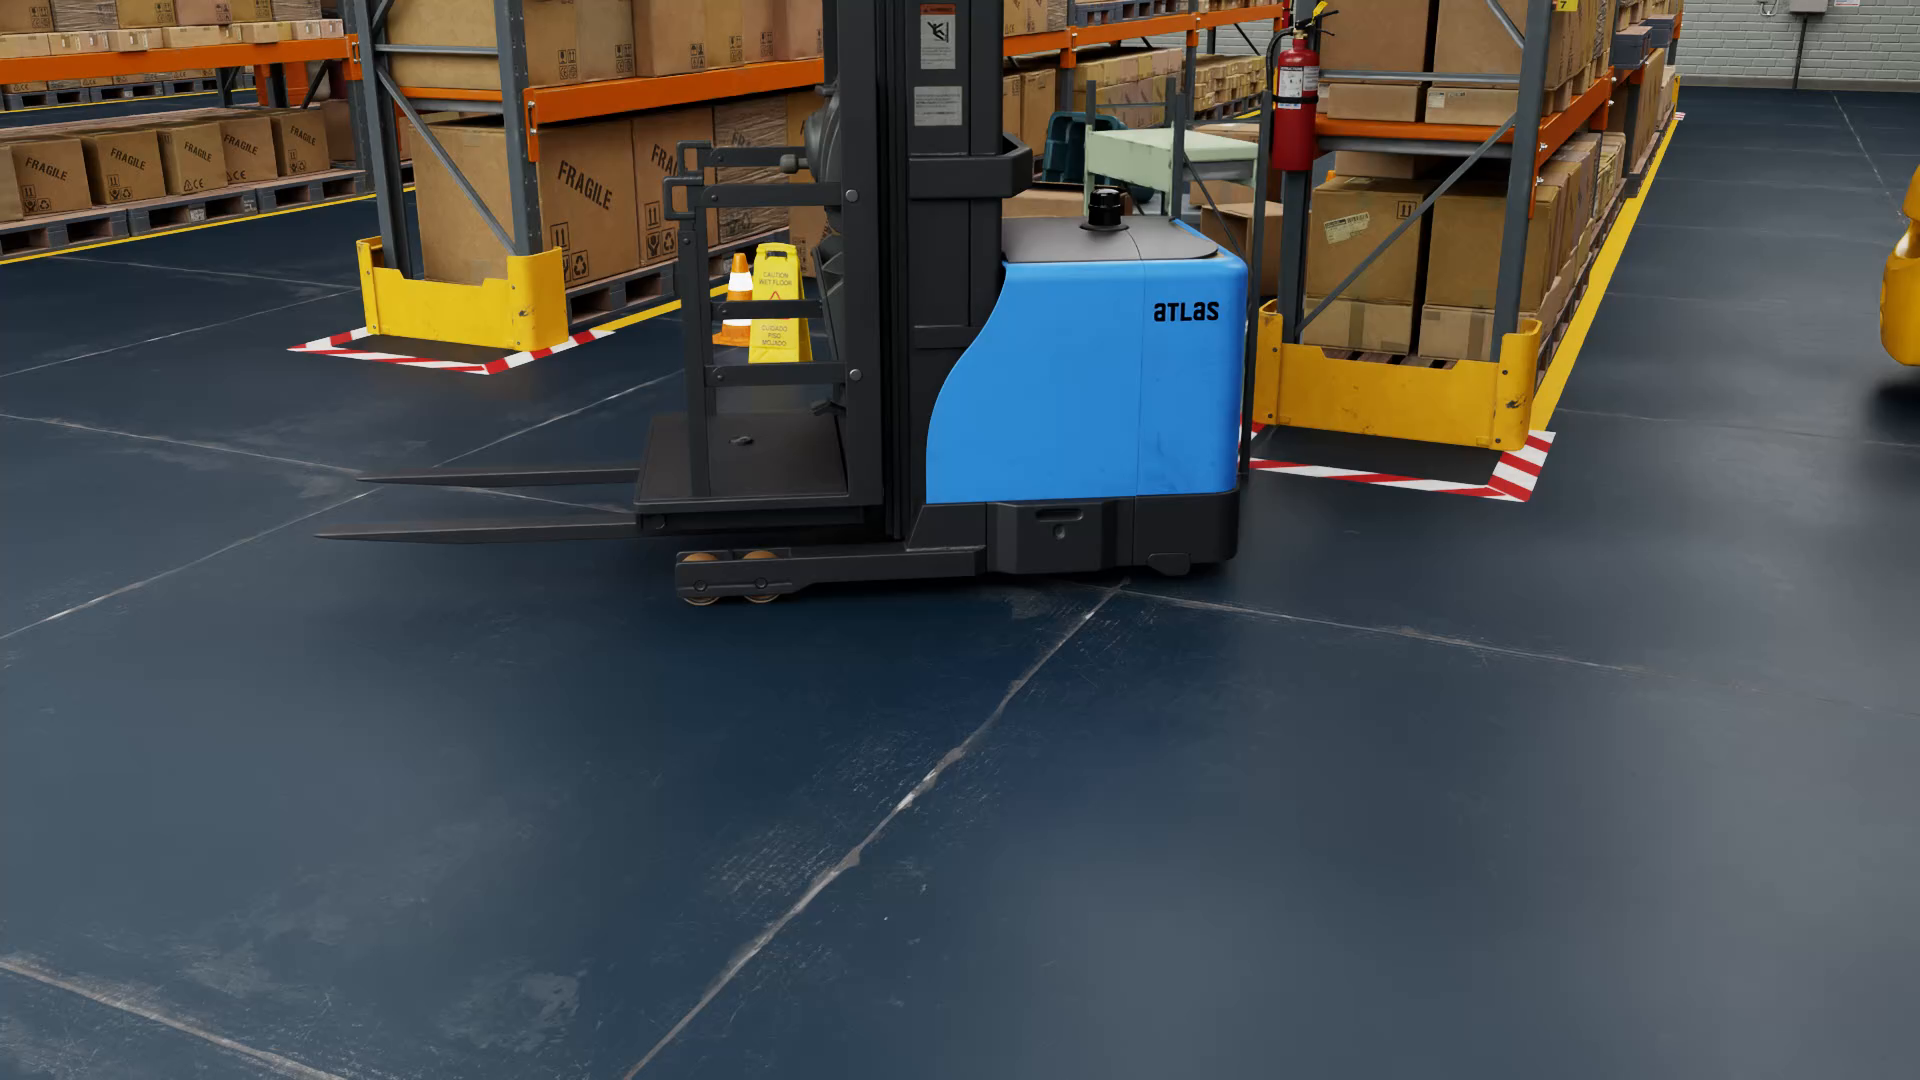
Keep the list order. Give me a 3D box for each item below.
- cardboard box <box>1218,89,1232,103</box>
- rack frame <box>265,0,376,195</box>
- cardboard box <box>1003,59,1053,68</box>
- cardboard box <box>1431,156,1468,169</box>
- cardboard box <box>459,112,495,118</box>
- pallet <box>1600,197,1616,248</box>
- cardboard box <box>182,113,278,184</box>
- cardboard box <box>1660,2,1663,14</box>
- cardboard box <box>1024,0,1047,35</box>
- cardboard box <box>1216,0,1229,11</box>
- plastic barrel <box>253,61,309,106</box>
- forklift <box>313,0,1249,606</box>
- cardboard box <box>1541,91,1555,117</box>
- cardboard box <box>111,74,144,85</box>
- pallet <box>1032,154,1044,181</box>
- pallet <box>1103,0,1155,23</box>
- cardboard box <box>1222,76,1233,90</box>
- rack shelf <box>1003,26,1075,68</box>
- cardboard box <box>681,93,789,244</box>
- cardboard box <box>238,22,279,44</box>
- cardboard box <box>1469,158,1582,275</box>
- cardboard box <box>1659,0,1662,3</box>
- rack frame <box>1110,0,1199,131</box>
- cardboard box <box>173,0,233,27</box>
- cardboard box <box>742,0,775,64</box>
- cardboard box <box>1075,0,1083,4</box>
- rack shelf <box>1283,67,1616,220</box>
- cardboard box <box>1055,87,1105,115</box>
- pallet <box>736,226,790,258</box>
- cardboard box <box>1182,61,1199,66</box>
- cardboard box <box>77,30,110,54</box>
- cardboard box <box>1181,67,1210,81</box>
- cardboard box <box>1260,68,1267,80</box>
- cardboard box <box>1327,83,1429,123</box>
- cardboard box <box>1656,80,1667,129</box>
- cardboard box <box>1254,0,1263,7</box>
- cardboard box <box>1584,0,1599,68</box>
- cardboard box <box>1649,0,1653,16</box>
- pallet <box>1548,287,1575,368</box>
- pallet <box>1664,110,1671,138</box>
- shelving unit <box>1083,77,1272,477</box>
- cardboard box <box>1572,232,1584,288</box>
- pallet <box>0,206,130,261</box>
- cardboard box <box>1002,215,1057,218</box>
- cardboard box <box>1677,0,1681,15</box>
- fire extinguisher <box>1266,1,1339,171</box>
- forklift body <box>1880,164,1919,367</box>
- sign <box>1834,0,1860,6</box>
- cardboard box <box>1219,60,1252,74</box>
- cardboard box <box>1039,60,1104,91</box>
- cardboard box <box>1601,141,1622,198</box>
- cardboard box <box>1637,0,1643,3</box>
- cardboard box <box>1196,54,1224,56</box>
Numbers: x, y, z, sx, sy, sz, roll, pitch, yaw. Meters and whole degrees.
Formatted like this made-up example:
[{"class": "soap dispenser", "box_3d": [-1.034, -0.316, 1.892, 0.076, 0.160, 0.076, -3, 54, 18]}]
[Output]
[{"class": "cardboard box", "box_3d": [3.159, -5.531, 20.674, 0.380, 0.149, 0.250, 8, 21, 21]}, {"class": "rack frame", "box_3d": [-5.537, -4.473, 14.070, 1.000, 3.000, 0.127, 9, 21, 23]}, {"class": "cardboard box", "box_3d": [0.626, -4.603, 16.420, 0.500, 0.250, 0.500, 8, 21, 21]}, {"class": "cardboard box", "box_3d": [2.380, -1.740, 8.743, 0.500, 0.500, 0.500, 8, 21, 21]}, {"class": "cardboard box", "box_3d": [-4.825, -4.002, 15.819, 0.700, 0.500, 0.500, 7, 21, 18]}, {"class": "pallet", "box_3d": [4.320, -2.412, 12.436, 1.003, 0.211, 1.213, 9, 21, 23]}, {"class": "cardboard box", "box_3d": [-5.965, -3.200, 13.595, 0.500, 0.500, 0.500, 17, 26, 40]}, {"class": "cardboard box", "box_3d": [6.393, -5.009, 15.802, 0.500, 0.250, 0.500, 8, 21, 21]}, {"class": "cardboard box", "box_3d": [0.440, -4.705, 14.572, 0.500, 0.500, 0.500, 9, 21, 23]}, {"class": "cardboard box", "box_3d": [3.016, -6.459, 20.029, 0.380, 0.149, 0.250, 9, 21, 24]}, {"class": "plastic barrel", "box_3d": [-8.233, -5.703, 20.140, 0.600, 0.830, 0.708, 9, 21, 23]}, {"class": "forklift", "box_3d": [-0.618, -1.356, 5.409, 3.031, 2.935, 1.130, -2, 20, -6]}, {"class": "cardboard box", "box_3d": [2.467, -1.997, 7.482, 0.380, 0.149, 0.250, 8, 21, 21]}, {"class": "cardboard box", "box_3d": [-11.860, -6.660, 23.292, 0.500, 0.500, 0.500, 8, 21, 21]}, {"class": "pallet", "box_3d": [0.193, -3.440, 15.327, 1.003, 0.211, 1.213, 9, 21, 23]}, {"class": "pallet", "box_3d": [1.358, -5.505, 17.258, 1.003, 0.211, 1.213, 9, 21, 23]}, {"class": "cardboard box", "box_3d": [3.160, -5.670, 20.618, 0.380, 0.149, 0.250, 8, 21, 22]}, {"class": "rack shelf", "box_3d": [-0.234, -4.034, 13.909, 1.077, 0.370, 4.000, 9, 21, 23]}, {"class": "cardboard box", "box_3d": [-1.740, -2.500, 11.065, 0.875, 0.875, 0.875, 9, 21, 23]}, {"class": "cardboard box", "box_3d": [-5.626, -4.014, 13.153, 0.380, 0.149, 0.250, 9, 21, 23]}, {"class": "cardboard box", "box_3d": [2.881, -1.675, 8.560, 0.500, 0.500, 0.500, 9, 21, 24]}, {"class": "cardboard box", "box_3d": [6.003, -4.931, 14.834, 0.500, 0.250, 0.500, 8, 21, 22]}, {"class": "rack frame", "box_3d": [2.223, -6.207, 18.946, 1.000, 3.000, 0.127, 9, 21, 23]}, {"class": "cardboard box", "box_3d": [-6.127, -4.217, 12.756, 0.875, 0.500, 0.500, 9, 21, 23]}, {"class": "cardboard box", "box_3d": [-1.727, -3.398, 10.823, 0.875, 0.550, 0.550, 9, 21, 23]}, {"class": "cardboard box", "box_3d": [0.952, -5.173, 15.786, 0.380, 0.149, 0.250, 8, 21, 22]}, {"class": "rack shelf", "box_3d": [2.685, -2.163, 8.648, 1.077, 0.370, 4.000, 9, 21, 23]}, {"class": "cardboard box", "box_3d": [1.107, -4.186, 16.366, 0.500, 0.500, 0.500, 8, 21, 20]}, {"class": "pallet", "box_3d": [-1.436, -2.226, 11.913, 1.003, 0.211, 1.213, 9, 21, 23]}, {"class": "cardboard box", "box_3d": [2.800, -5.956, 20.981, 0.380, 0.149, 0.250, 9, 21, 23]}, {"class": "cardboard box", "box_3d": [-6.335, -3.569, 11.904, 0.380, 0.149, 0.250, 9, 21, 23]}, {"class": "cardboard box", "box_3d": [2.778, -5.579, 19.920, 0.380, 0.149, 0.250, 8, 21, 22]}, {"class": "cardboard box", "box_3d": [3.905, -6.224, 22.178, 0.380, 0.149, 0.250, 8, 21, 21]}, {"class": "cardboard box", "box_3d": [1.824, -1.916, 7.255, 0.380, 0.149, 0.250, 9, 22, 25]}, {"class": "cardboard box", "box_3d": [7.135, -4.727, 17.981, 0.875, 0.438, 0.875, 8, 21, 22]}, {"class": "cardboard box", "box_3d": [3.677, -6.942, 21.388, 0.380, 0.149, 0.250, 9, 22, 24]}, {"class": "cardboard box", "box_3d": [2.931, -2.656, 8.367, 0.500, 0.500, 0.500, 8, 21, 22]}, {"class": "cardboard box", "box_3d": [5.116, -4.108, 12.792, 0.380, 0.149, 0.250, 8, 21, 22]}, {"class": "pallet", "box_3d": [2.763, -1.215, 9.071, 1.003, 0.211, 1.213, 9, 21, 23]}, {"class": "pallet", "box_3d": [7.661, -4.841, 19.266, 1.003, 0.211, 1.213, 9, 21, 23]}, {"class": "shelving unit", "box_3d": [0.837, -1.060, 6.710, 0.431, 1.500, 0.755, -8, 21, -21]}, {"class": "cardboard box", "box_3d": [3.298, -1.634, 9.564, 0.500, 0.250, 0.500, 8, 21, 21]}, {"class": "pallet", "box_3d": [-6.779, -2.203, 11.849, 1.003, 0.211, 1.213, 9, 21, 23]}, {"class": "cardboard box", "box_3d": [0.276, -1.599, 9.713, 0.797, 0.503, 0.637, -5, 20, -15]}, {"class": "cardboard box", "box_3d": [7.841, -6.175, 18.708, 0.500, 0.500, 0.500, 9, 22, 24]}, {"class": "fire extinguisher", "box_3d": [1.399, -1.882, 6.901, 0.296, 0.674, 0.183, 9, 21, 23]}, {"class": "forklift body", "box_3d": [5.508, -1.641, 7.373, 2.313, 2.155, 1.214, 9, 21, 23]}, {"class": "sign", "box_3d": [13.098, -8.127, 24.485, 0.329, 0.494, 0.001, 9, 21, 23]}, {"class": "cardboard box", "box_3d": [3.507, -6.043, 21.223, 0.380, 0.149, 0.250, 9, 22, 25]}, {"class": "cardboard box", "box_3d": [1.088, -4.536, 16.230, 0.500, 0.250, 0.500, 8, 21, 20]}, {"class": "cardboard box", "box_3d": [4.607, -2.898, 12.936, 0.950, 0.372, 0.625, 8, 21, 22]}, {"class": "cardboard box", "box_3d": [4.377, -3.905, 11.253, 0.500, 0.500, 0.500, 8, 21, 22]}, {"class": "cardboard box", "box_3d": [3.336, -6.451, 22.373, 0.380, 0.149, 0.250, 8, 21, 20]}]
